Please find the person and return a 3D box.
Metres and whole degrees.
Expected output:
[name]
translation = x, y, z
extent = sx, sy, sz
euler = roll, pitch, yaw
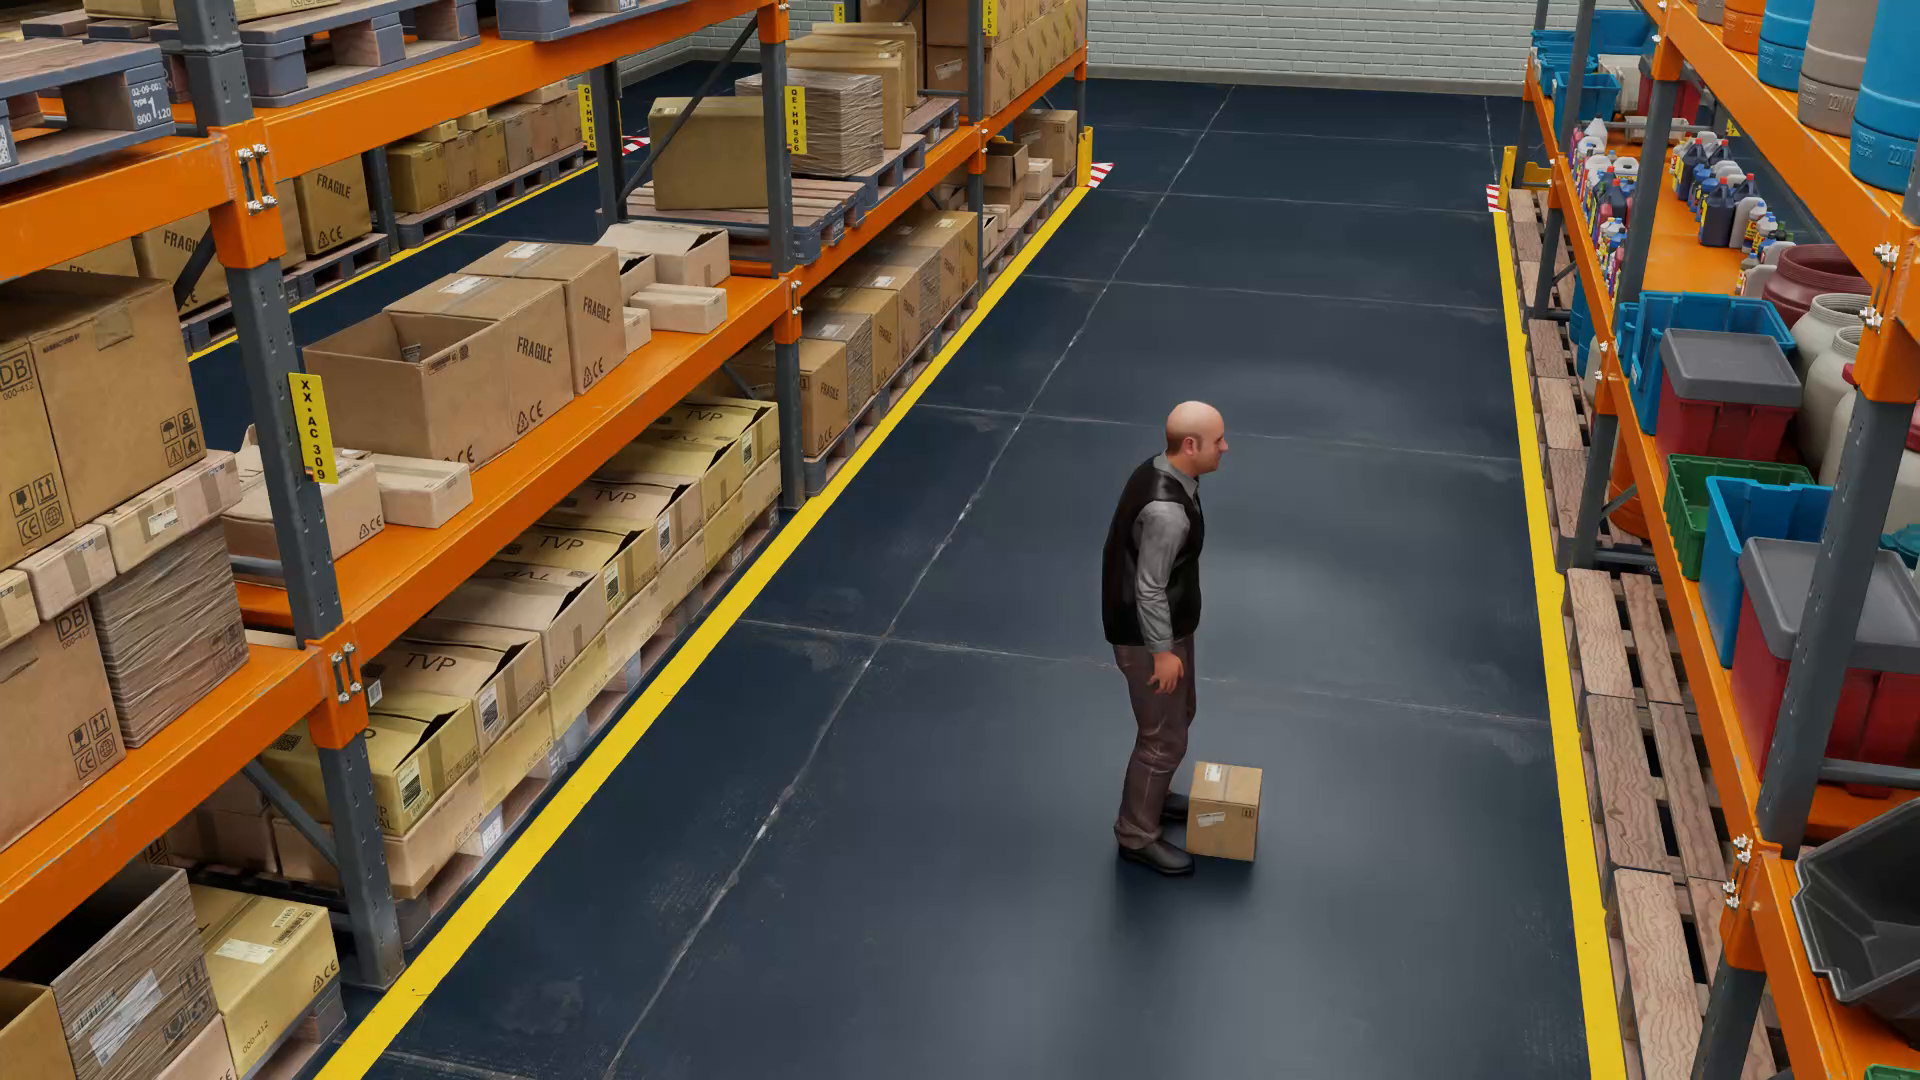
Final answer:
[person]
translation = 0.713, 0.319, 5.959
extent = 0.427, 1.719, 0.582
euler = 5, 26, 10
